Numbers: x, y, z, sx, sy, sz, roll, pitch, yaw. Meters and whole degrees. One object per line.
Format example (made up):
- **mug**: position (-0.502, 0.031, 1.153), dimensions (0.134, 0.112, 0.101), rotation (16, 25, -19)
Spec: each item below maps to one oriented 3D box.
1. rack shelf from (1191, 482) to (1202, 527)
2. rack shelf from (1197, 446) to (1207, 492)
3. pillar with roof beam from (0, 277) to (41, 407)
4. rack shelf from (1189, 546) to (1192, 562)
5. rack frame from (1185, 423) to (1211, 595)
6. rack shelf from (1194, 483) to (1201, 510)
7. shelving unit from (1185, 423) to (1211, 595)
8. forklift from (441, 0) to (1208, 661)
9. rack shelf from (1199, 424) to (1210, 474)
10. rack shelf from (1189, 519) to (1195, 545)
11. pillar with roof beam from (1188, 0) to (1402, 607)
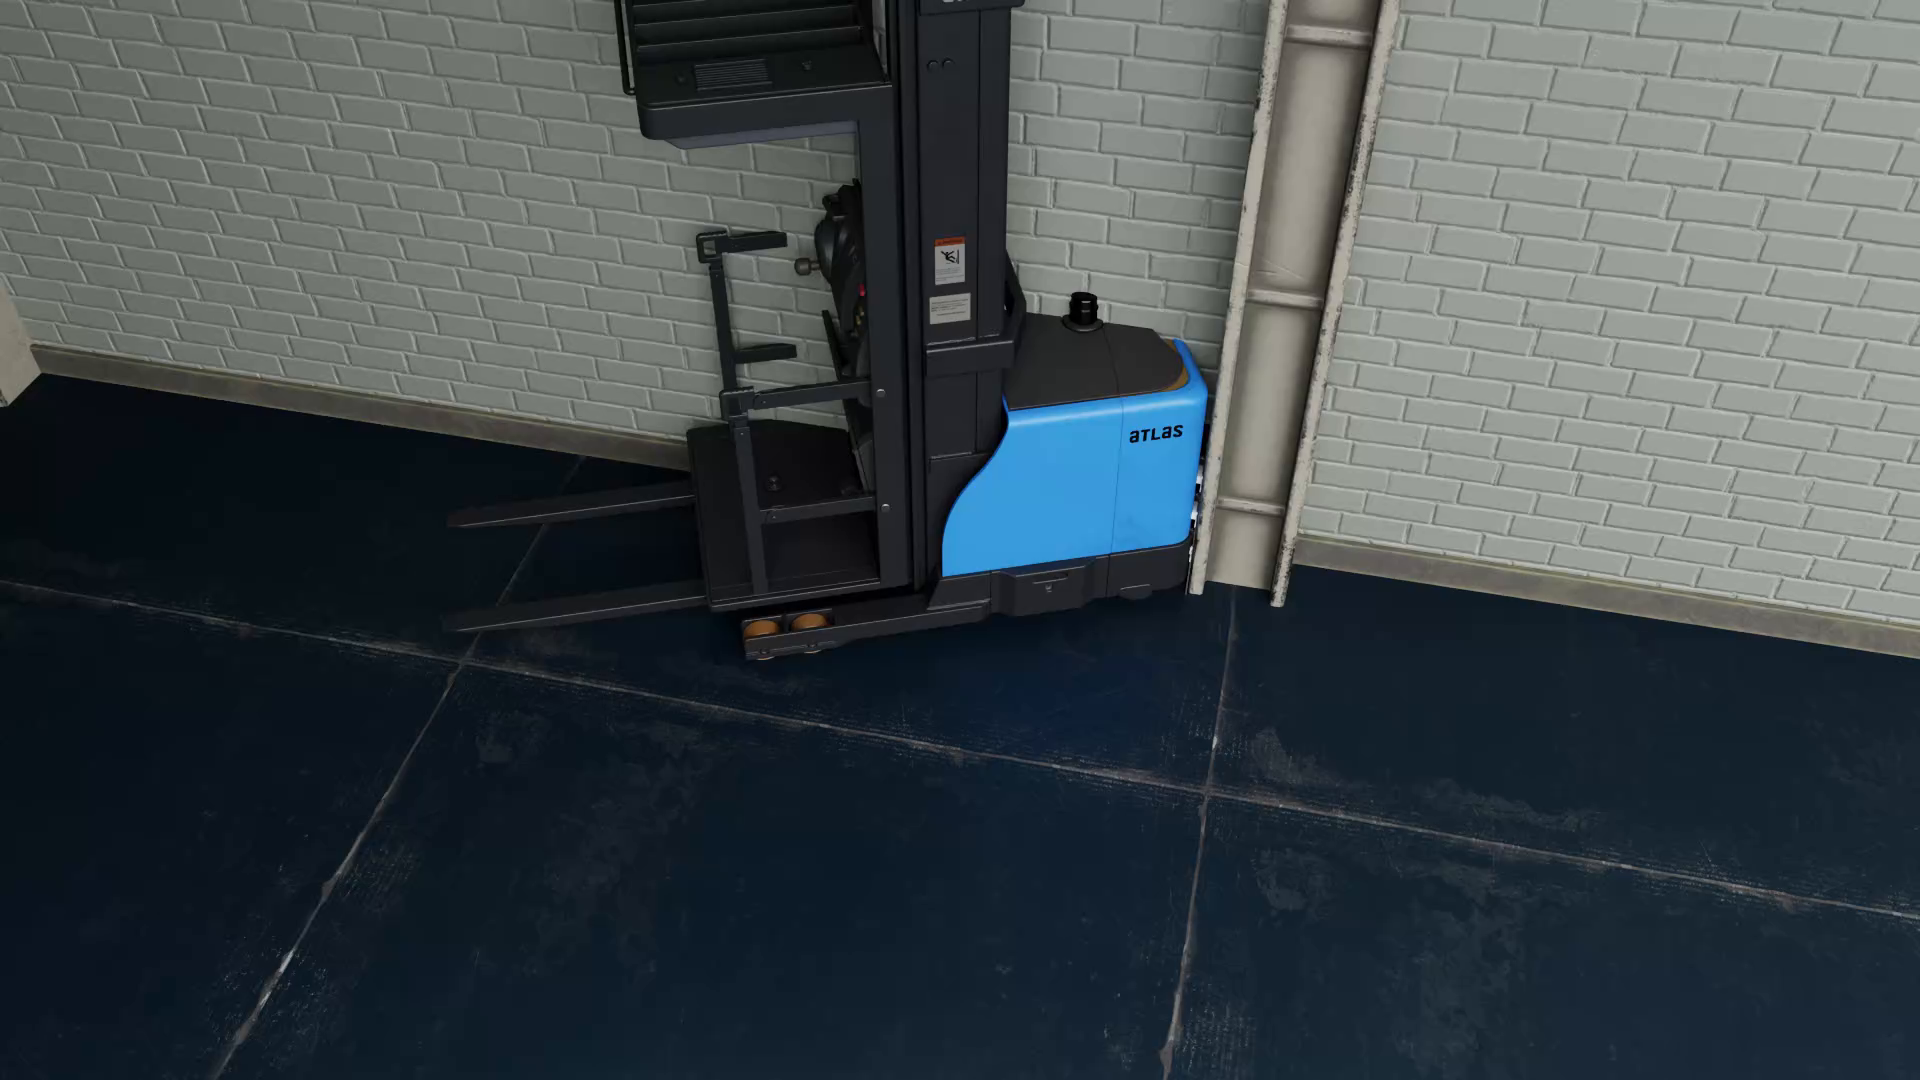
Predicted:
- **rack shelf**: position (0.884, -0.171, 6.831), dimensions (0.200, 0.077, 0.258), rotation (9, 39, 8)
- **rack shelf**: position (0.889, -0.311, 6.719), dimensions (0.200, 0.077, 0.258), rotation (9, 39, 8)
- **pillar with roof beam**: position (-5.610, -1.091, 1.854), dimensions (0.400, 9.000, 9.100), rotation (9, 45, 9)
- **rack shelf**: position (0.878, -0.030, 6.943), dimensions (0.200, 0.077, 0.258), rotation (9, 39, 8)
- **rack frame**: position (0.984, -0.181, 6.795), dimensions (0.006, 0.900, 0.240), rotation (9, 39, 8)
- **rack shelf**: position (0.886, -0.241, 6.775), dimensions (0.200, 0.077, 0.258), rotation (9, 39, 8)
- **shelving unit**: position (0.885, -0.197, 6.810), dimensions (0.210, 0.900, 0.258), rotation (9, 39, 8)
- **forklift**: position (-0.613, -0.972, 6.107), dimensions (3.031, 2.935, 1.130), rotation (-8, 44, -8)
- **rack shelf**: position (0.891, -0.381, 6.663), dimensions (0.200, 0.077, 0.258), rotation (9, 39, 8)
- **rack shelf**: position (0.881, -0.100, 6.887), dimensions (0.200, 0.077, 0.258), rotation (9, 39, 8)
- **pillar with roof beam**: position (0.245, -0.182, 0.910), dimensions (0.400, 9.000, 9.100), rotation (9, 45, 9)
